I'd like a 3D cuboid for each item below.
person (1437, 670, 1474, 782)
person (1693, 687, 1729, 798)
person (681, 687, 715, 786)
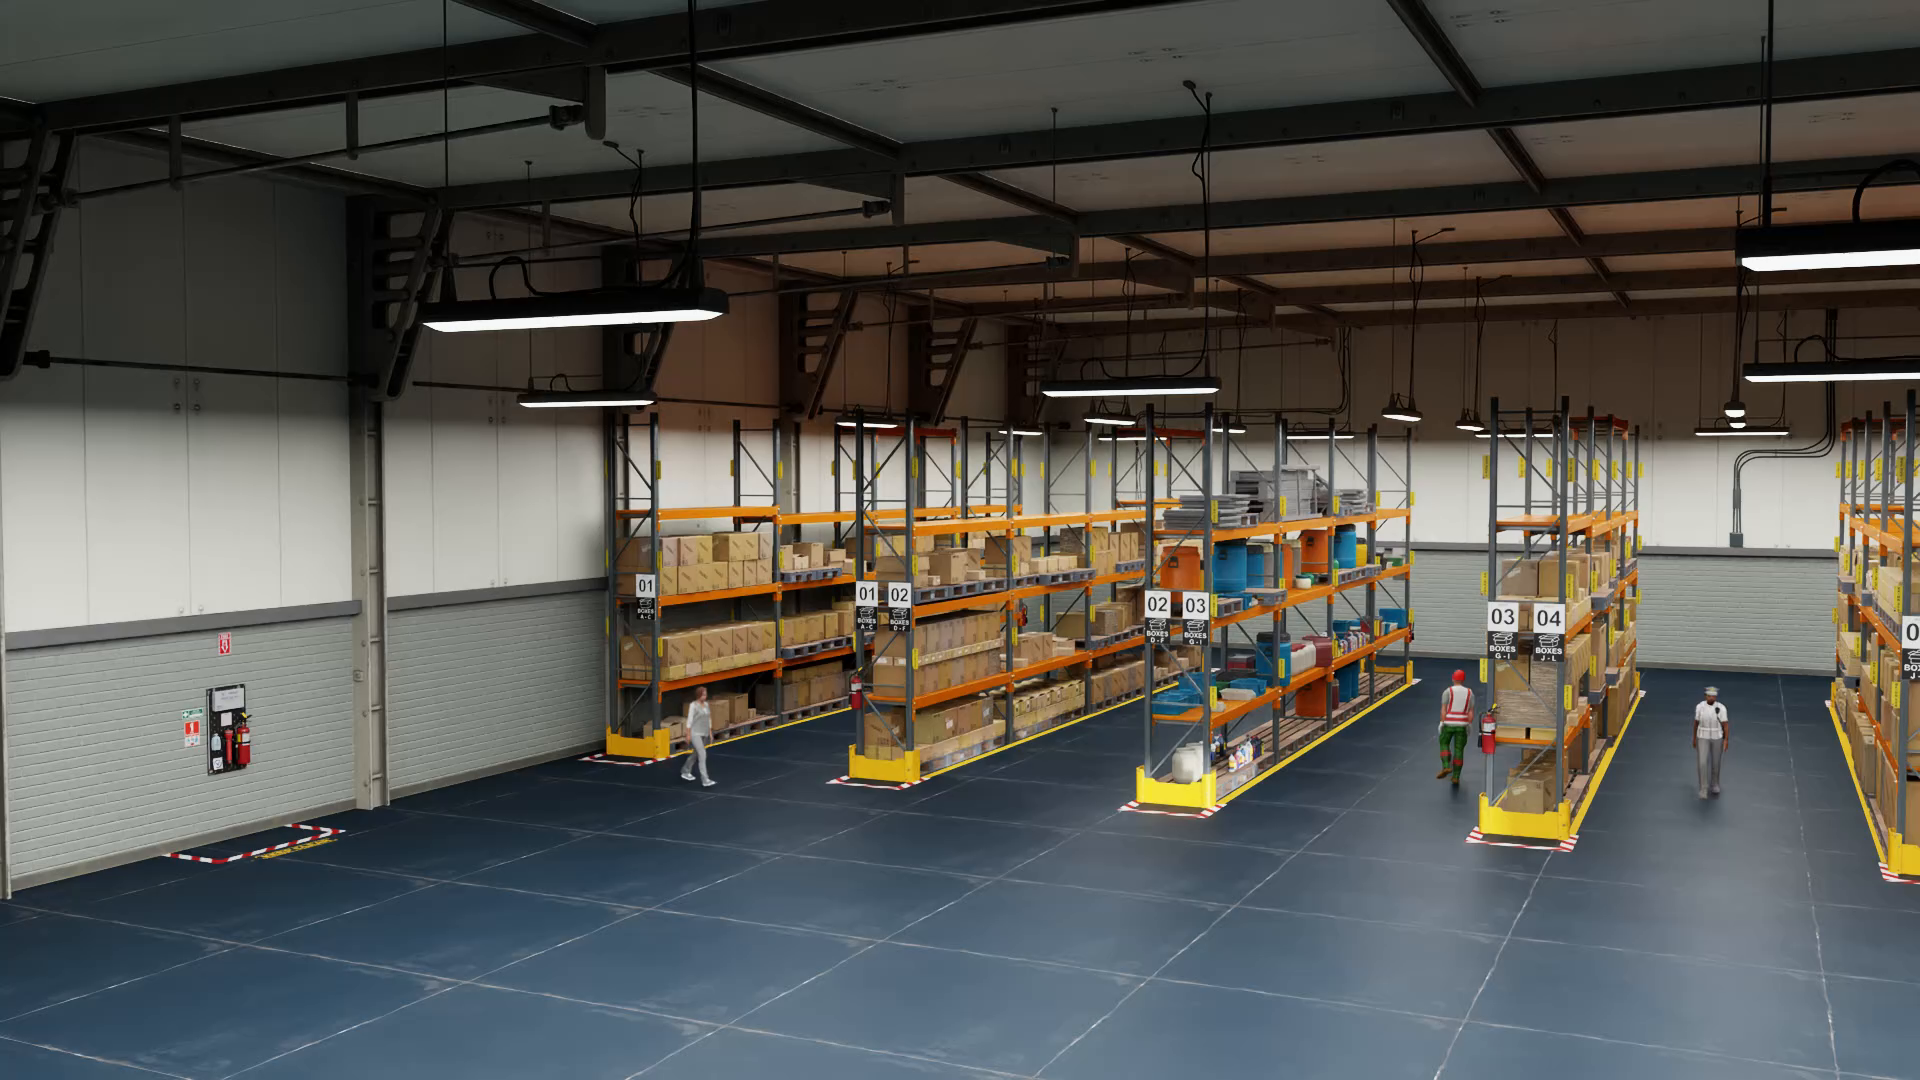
[{"bbox_3d":[7.953,2.968,26.659,0.557,1.779,0.450,1,2,15],"label":"person"},{"bbox_3d":[11.562,3.097,25.607,0.507,1.694,0.642,1,3,25],"label":"person"},{"bbox_3d":[-4.163,3.111,26.483,0.853,1.554,0.464,1,3,26],"label":"person"}]
